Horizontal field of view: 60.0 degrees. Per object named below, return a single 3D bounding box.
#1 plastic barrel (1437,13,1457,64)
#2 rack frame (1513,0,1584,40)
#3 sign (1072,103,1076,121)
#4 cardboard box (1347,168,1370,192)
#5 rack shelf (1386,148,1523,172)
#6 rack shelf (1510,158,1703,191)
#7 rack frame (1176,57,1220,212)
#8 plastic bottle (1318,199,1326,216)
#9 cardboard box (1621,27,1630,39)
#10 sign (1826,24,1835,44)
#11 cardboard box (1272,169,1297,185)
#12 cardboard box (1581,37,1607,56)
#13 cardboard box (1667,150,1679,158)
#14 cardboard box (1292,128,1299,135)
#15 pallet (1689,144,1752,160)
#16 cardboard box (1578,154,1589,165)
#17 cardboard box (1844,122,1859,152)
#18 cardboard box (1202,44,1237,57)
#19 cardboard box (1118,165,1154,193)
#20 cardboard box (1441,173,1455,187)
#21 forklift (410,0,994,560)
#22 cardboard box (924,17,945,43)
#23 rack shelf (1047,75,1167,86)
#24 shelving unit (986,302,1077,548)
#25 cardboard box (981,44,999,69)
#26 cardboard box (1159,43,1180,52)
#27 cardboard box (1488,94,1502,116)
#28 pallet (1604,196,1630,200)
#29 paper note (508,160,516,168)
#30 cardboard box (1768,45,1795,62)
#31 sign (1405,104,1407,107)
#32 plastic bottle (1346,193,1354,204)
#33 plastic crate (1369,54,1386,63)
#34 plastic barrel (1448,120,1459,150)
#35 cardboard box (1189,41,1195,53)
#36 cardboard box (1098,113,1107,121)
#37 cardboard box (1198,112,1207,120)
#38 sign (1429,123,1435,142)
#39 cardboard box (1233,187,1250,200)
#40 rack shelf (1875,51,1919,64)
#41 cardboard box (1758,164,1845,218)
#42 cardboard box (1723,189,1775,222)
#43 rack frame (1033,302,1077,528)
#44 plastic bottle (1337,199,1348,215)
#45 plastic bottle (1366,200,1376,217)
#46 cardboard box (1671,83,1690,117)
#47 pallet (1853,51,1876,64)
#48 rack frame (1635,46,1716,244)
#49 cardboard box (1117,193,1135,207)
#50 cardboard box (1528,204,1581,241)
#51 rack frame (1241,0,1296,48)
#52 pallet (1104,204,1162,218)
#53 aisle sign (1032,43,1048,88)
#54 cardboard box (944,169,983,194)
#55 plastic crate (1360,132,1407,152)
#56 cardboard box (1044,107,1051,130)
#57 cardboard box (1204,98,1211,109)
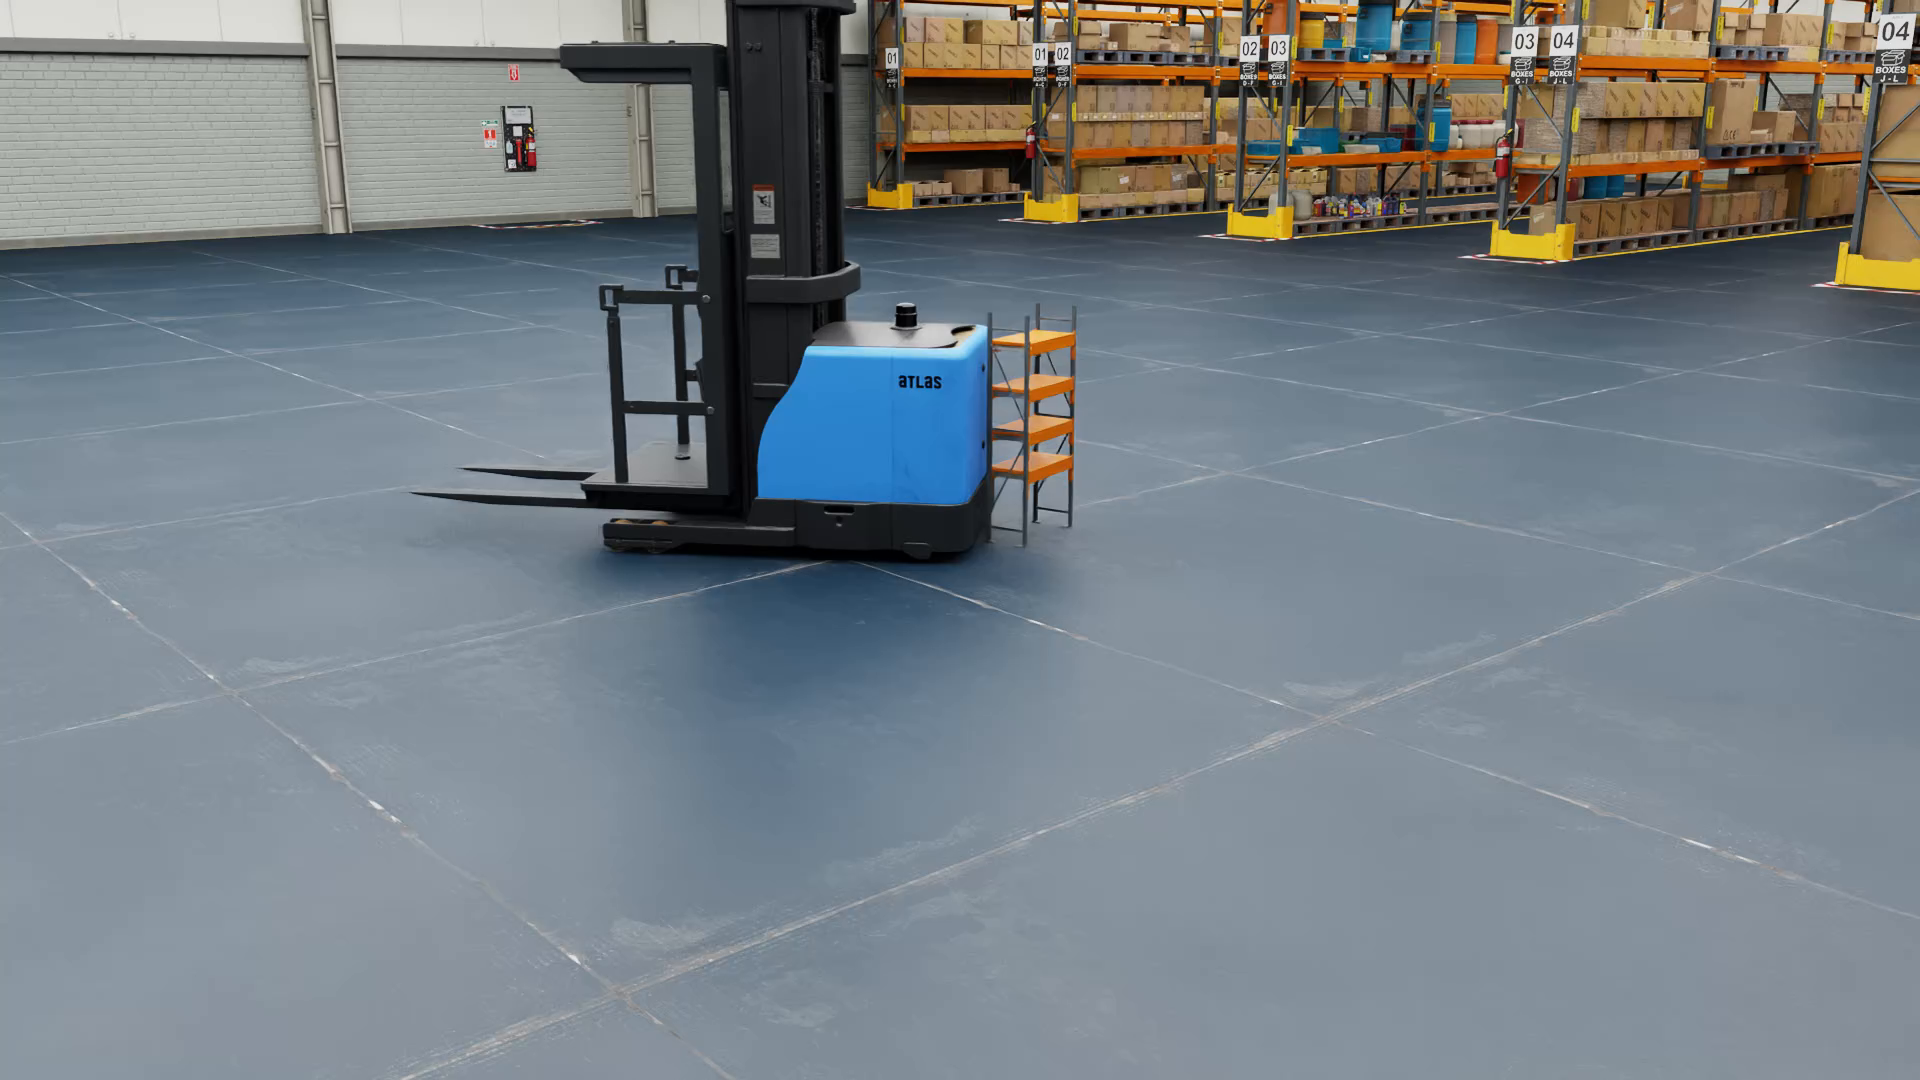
[{"bbox_3d":[8.725,-9.119,30.294,0.600,0.901,0.600,0,15,0],"label":"plastic barrel"},{"bbox_3d":[8.225,-8.445,22.930,0.127,3.000,1.000,-13,19,-39],"label":"rack frame"},{"bbox_3d":[2.084,-7.824,30.396,0.005,0.325,0.100,-13,19,-39],"label":"sign"},{"bbox_3d":[8.682,-7.948,36.682,0.500,0.500,0.500,-14,20,-41],"label":"cardboard box"},{"bbox_3d":[9.500,-7.180,31.212,4.000,0.370,1.077,-13,19,-39],"label":"rack shelf"},{"bbox_3d":[9.733,-5.538,25.065,4.000,0.370,1.077,-13,19,-39],"label":"rack shelf"},{"bbox_3d":[4.742,-8.154,33.463,0.127,3.000,1.000,-13,19,-39],"label":"rack frame"},{"bbox_3d":[6.349,-5.825,29.154,0.133,0.283,0.061,-13,19,-39],"label":"plastic bottle"},{"bbox_3d":[9.391,-7.282,23.907,0.250,0.149,0.380,-13,20,-40],"label":"cardboard box"},{"bbox_3d":[14.614,-8.495,27.927,0.005,0.325,0.100,-13,19,-39],"label":"sign"},{"bbox_3d":[6.756,-7.666,35.064,0.500,0.311,0.500,-13,20,-40],"label":"cardboard box"},{"bbox_3d":[8.758,-6.955,23.453,0.500,0.250,0.500,-12,19,-38],"label":"cardboard box"},{"bbox_3d":[10.850,-5.938,25.656,0.250,0.149,0.380,-13,19,-39],"label":"cardboard box"},{"bbox_3d":[6.958,-8.675,35.585,0.500,0.311,0.500,-13,20,-40],"label":"cardboard box"},{"bbox_3d":[11.914,-6.233,26.644,1.213,0.211,1.003,-13,19,-39],"label":"pallet"},{"bbox_3d":[8.797,-5.466,23.888,0.250,0.149,0.380,-13,19,-39],"label":"cardboard box"},{"bbox_3d":[15.577,-7.155,29.531,0.500,0.500,0.500,-13,20,-40],"label":"cardboard box"},{"bbox_3d":[5.213,-9.836,33.425,0.500,0.250,0.500,-10,18,-34],"label":"cardboard box"},{"bbox_3d":[3.408,-7.014,32.258,0.500,0.500,0.500,-13,19,-39],"label":"cardboard box"},{"bbox_3d":[11.236,-8.452,38.936,0.500,0.311,0.500,-13,19,-39],"label":"cardboard box"},{"bbox_3d":[-1.377,-1.477,8.599,3.031,2.935,1.130,2,15,9],"label":"forklift"},{"bbox_3d":[-0.668,-10.523,34.351,0.500,0.500,0.500,-13,20,-40],"label":"cardboard box"},{"bbox_3d":[2.996,-10.558,38.045,4.000,0.370,1.077,-13,19,-39],"label":"rack shelf"},{"bbox_3d":[0.374,-0.609,8.705,0.258,1.200,0.503,9,18,31],"label":"shelving unit"},{"bbox_3d":[0.486,-10.307,35.478,0.500,0.500,0.500,-14,20,-41],"label":"cardboard box"},{"bbox_3d":[4.012,-9.495,32.072,0.250,0.149,0.380,-13,19,-39],"label":"cardboard box"},{"bbox_3d":[12.483,-10.328,39.470,0.500,0.500,0.500,-12,19,-38],"label":"cardboard box"},{"bbox_3d":[13.416,-7.074,34.825,1.213,0.211,1.003,-13,19,-39],"label":"pallet"},{"bbox_3d":[-8.164,-6.857,30.316,0.142,0.148,0.016,-13,19,-39],"label":"paper note"},{"bbox_3d":[13.316,-7.979,27.289,0.500,0.250,0.500,-12,19,-38],"label":"cardboard box"},{"bbox_3d":[10.415,-10.032,38.816,0.005,0.325,0.100,-13,19,-39],"label":"sign"},{"bbox_3d":[6.967,-6.034,29.806,0.185,0.351,0.144,-14,20,-42],"label":"plastic bottle"},{"bbox_3d":[7.045,-8.160,28.185,0.396,0.136,0.243,-13,19,-39],"label":"plastic crate"},{"bbox_3d":[8.857,-7.374,30.280,0.433,0.535,0.433,0,15,0],"label":"plastic barrel"},{"bbox_3d":[5.198,-11.698,39.875,0.500,0.500,0.700,-14,20,-42],"label":"cardboard box"},{"bbox_3d":[2.548,-7.950,31.248,0.250,0.149,0.380,-13,19,-39],"label":"cardboard box"},{"bbox_3d":[4.678,-8.428,33.038,0.250,0.149,0.380,-13,20,-39],"label":"cardboard box"},{"bbox_3d":[8.344,-7.214,29.407,0.005,0.325,0.100,-13,19,-39],"label":"sign"},{"bbox_3d":[5.595,-7.135,34.162,0.500,0.250,0.500,-12,19,-38],"label":"cardboard box"},{"bbox_3d":[12.913,-6.005,20.999,4.000,0.370,1.077,-13,19,-39],"label":"rack shelf"},{"bbox_3d":[14.794,-6.191,29.420,0.875,0.875,1.225,-14,20,-42],"label":"cardboard box"},{"bbox_3d":[13.357,-5.693,28.243,0.700,0.500,0.500,14,20,42],"label":"cardboard box"},{"bbox_3d":[0.504,-0.662,8.904,0.240,1.200,0.015,9,18,31],"label":"rack frame"},{"bbox_3d":[6.763,-5.901,29.455,0.135,0.276,0.152,-13,19,-39],"label":"plastic bottle"},{"bbox_3d":[7.181,-5.806,29.100,0.135,0.276,0.152,-12,19,-38],"label":"plastic bottle"},{"bbox_3d":[10.707,-6.685,25.256,0.500,0.500,0.500,-13,19,-39],"label":"cardboard box"},{"bbox_3d":[15.552,-8.570,29.573,1.213,0.211,1.003,-12,19,-37],"label":"pallet"},{"bbox_3d":[11.242,-6.225,26.241,0.127,3.000,1.000,-13,19,-39],"label":"rack frame"},{"bbox_3d":[3.027,-6.568,32.041,0.500,0.250,0.500,-13,19,-39],"label":"cardboard box"},{"bbox_3d":[8.707,-4.645,24.356,0.500,0.500,0.500,-9,17,-29],"label":"cardboard box"},{"bbox_3d":[4.973,-9.410,26.540,0.127,3.000,1.000,-13,19,-39],"label":"rack frame"},{"bbox_3d":[3.194,-6.472,32.571,1.213,0.211,1.003,-13,19,-39],"label":"pallet"},{"bbox_3d":[1.482,-8.778,30.763,0.004,0.787,0.394,-13,19,-39],"label":"aisle sign"},{"bbox_3d":[0.067,-7.756,35.964,0.500,0.500,0.700,-14,21,-43],"label":"cardboard box"},{"bbox_3d":[7.512,-7.095,29.619,0.504,0.338,0.767,-13,19,-39],"label":"plastic crate"},{"bbox_3d":[1.894,-9.458,37.299,0.500,0.500,0.700,-13,19,-39],"label":"cardboard box"},{"bbox_3d":[5.796,-10.562,40.219,0.500,0.250,0.500,-12,19,-39],"label":"cardboard box"}]
